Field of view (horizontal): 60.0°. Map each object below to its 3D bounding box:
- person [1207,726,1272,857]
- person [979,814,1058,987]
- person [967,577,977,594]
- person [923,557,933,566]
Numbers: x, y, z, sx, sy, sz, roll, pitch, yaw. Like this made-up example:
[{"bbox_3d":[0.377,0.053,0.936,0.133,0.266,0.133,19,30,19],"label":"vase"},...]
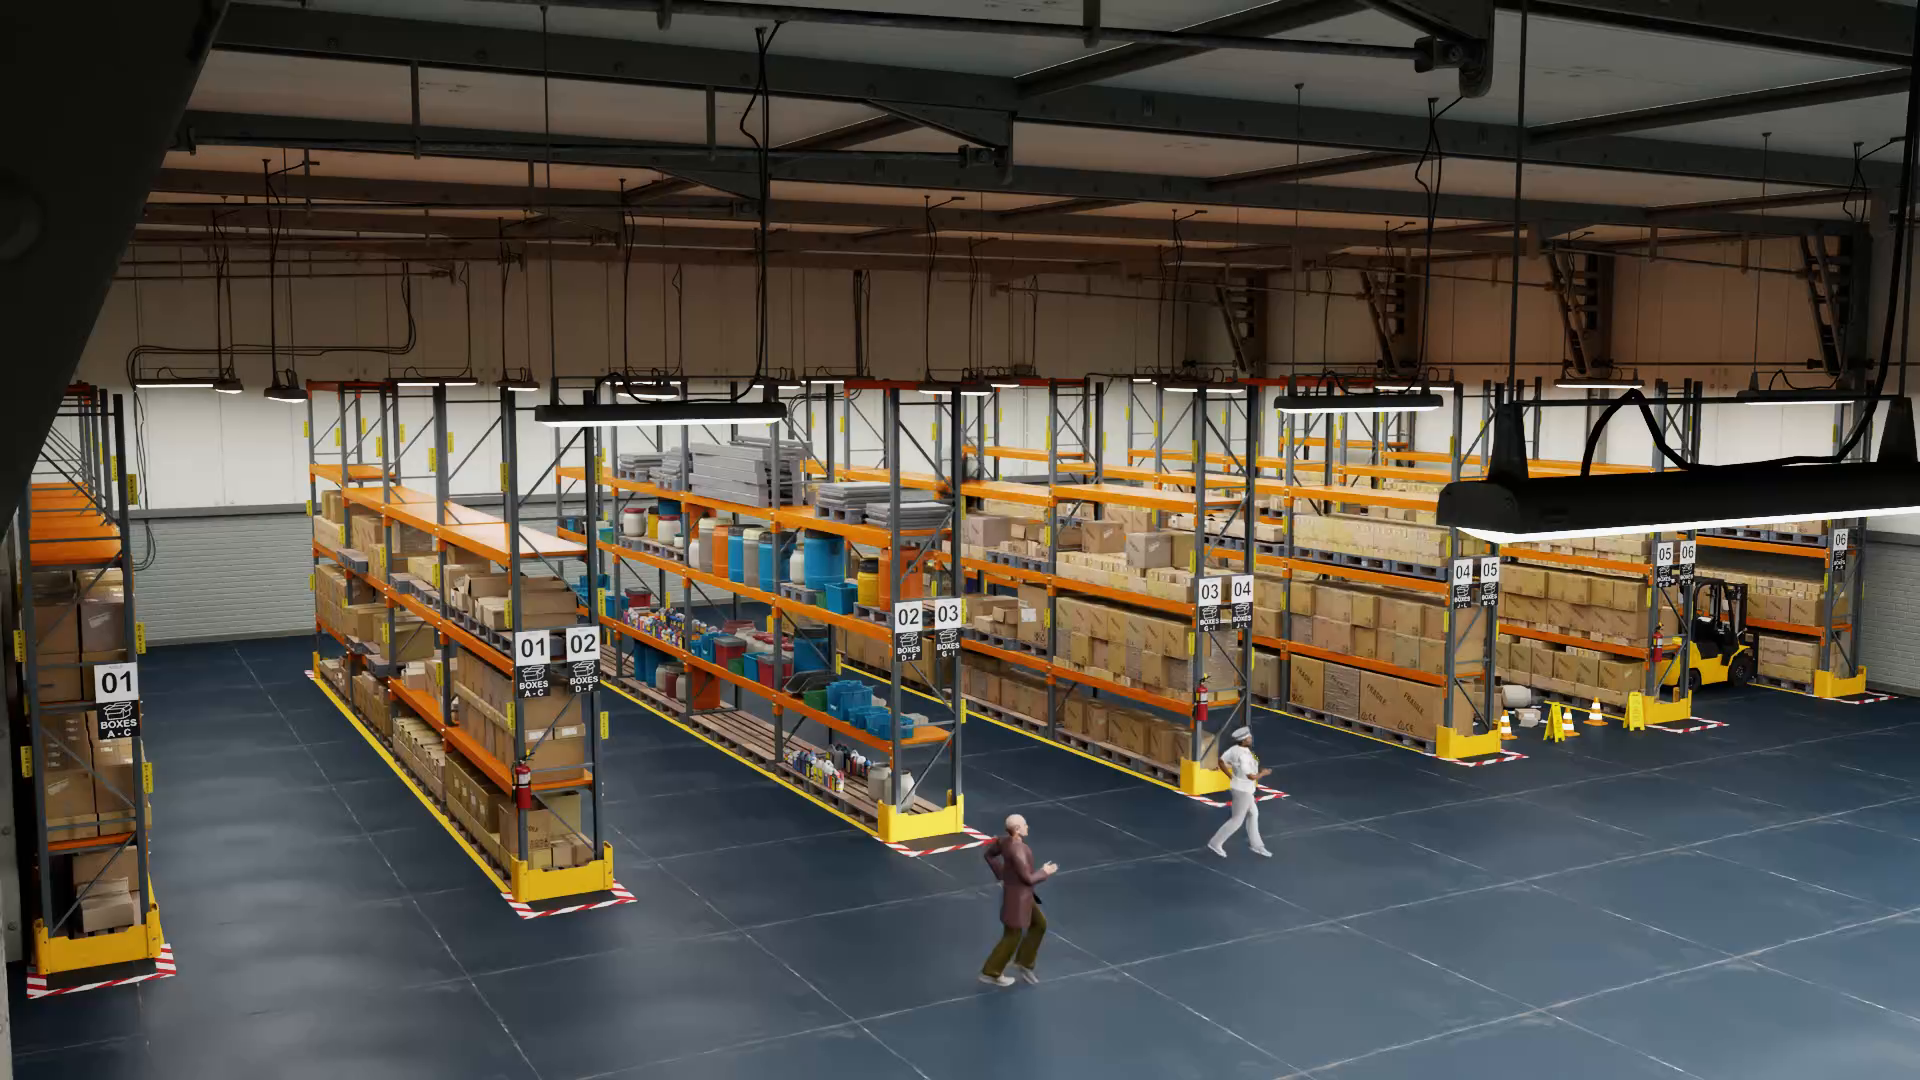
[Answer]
[{"bbox_3d":[3.580,3.222,21.188,0.879,1.725,0.558,-1,6,-5],"label":"person"},{"bbox_3d":[0.585,3.669,16.825,0.811,1.834,0.672,-1,6,-5],"label":"person"},{"bbox_3d":[0.266,1.028,42.353,0.765,1.653,0.630,-6,9,-45],"label":"person"},{"bbox_3d":[-0.943,1.146,40.823,0.774,1.707,0.509,2,7,21],"label":"person"}]
